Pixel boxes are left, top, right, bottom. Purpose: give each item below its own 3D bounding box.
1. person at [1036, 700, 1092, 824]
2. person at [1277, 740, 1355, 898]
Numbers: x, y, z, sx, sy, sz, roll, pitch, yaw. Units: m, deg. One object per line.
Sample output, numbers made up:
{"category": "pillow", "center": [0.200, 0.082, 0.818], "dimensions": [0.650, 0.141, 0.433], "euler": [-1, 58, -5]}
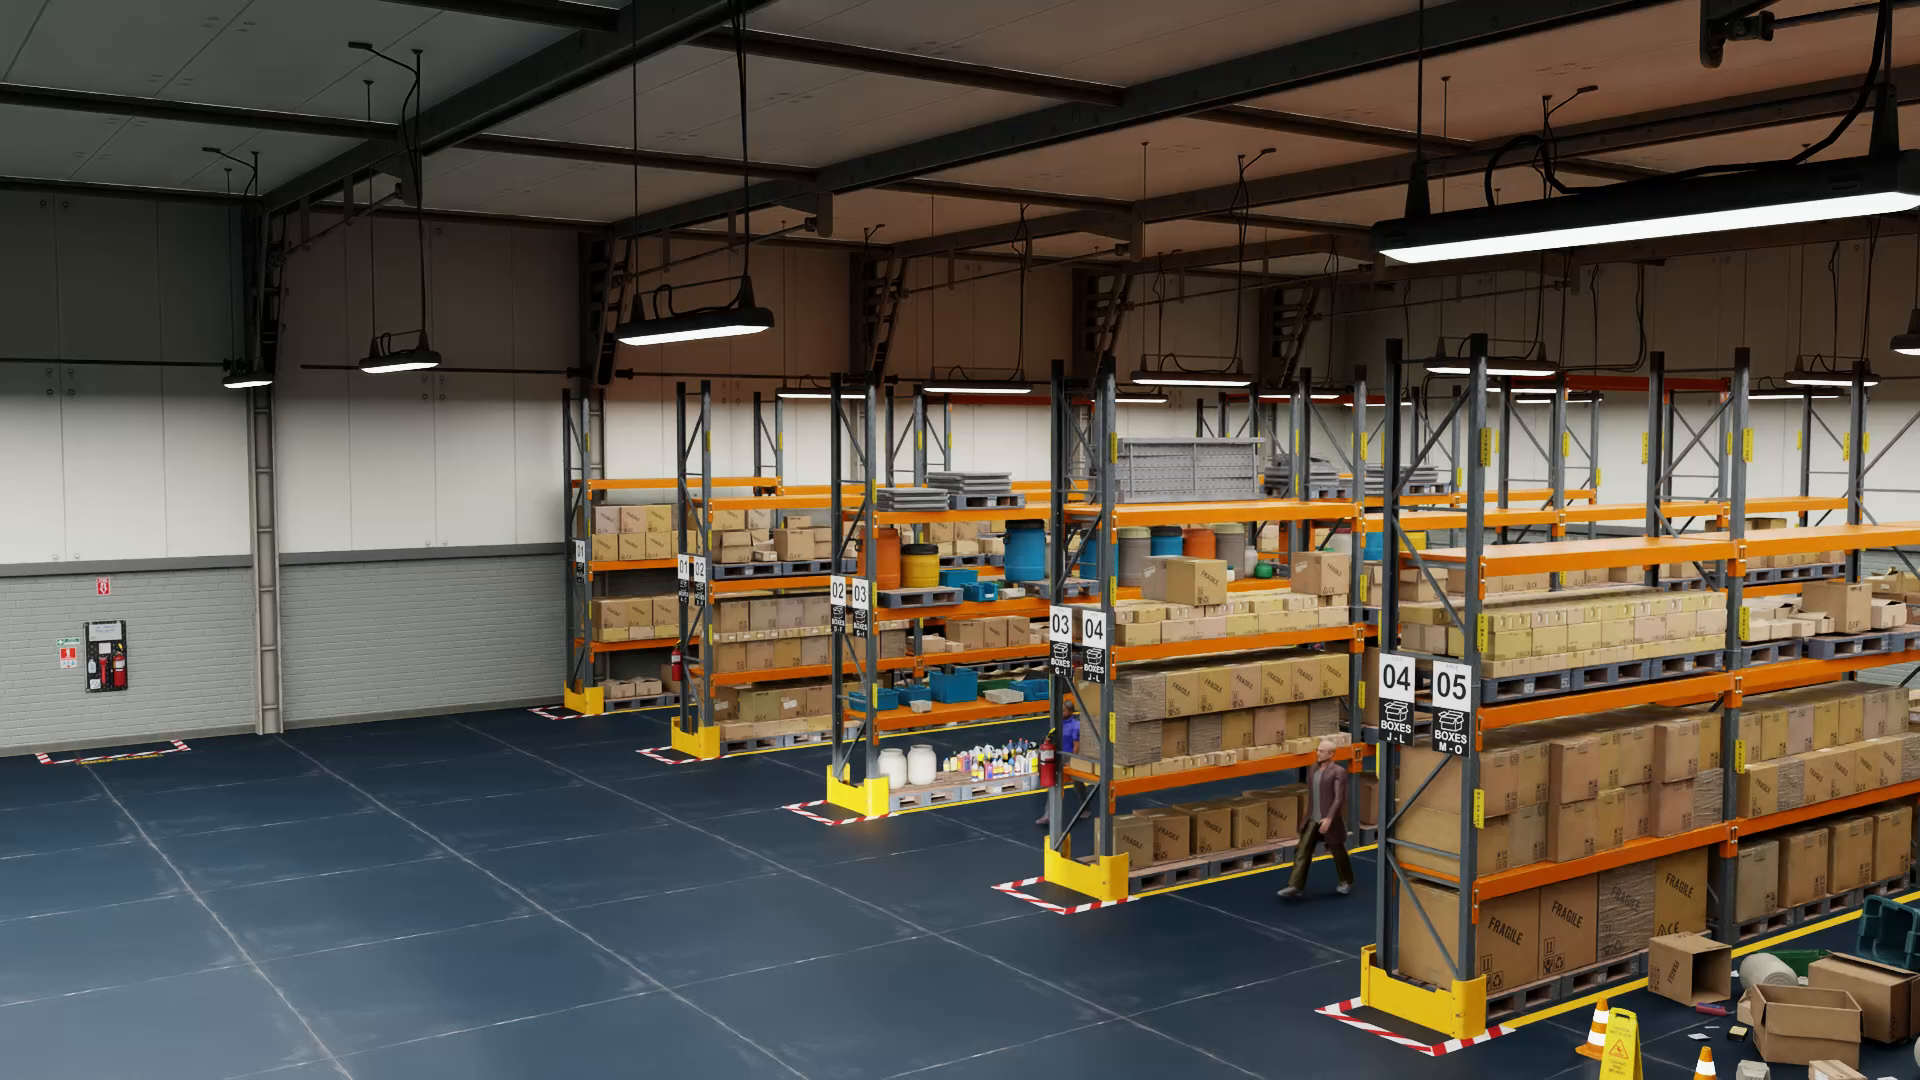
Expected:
{"category": "person", "center": [1.396, 2.923, 22.006], "dimensions": [0.465, 1.608, 0.954], "euler": [3, 5, 42]}
{"category": "person", "center": [3.992, 3.134, 18.434], "dimensions": [1.094, 1.645, 0.595], "euler": [-3, 5, -39]}
